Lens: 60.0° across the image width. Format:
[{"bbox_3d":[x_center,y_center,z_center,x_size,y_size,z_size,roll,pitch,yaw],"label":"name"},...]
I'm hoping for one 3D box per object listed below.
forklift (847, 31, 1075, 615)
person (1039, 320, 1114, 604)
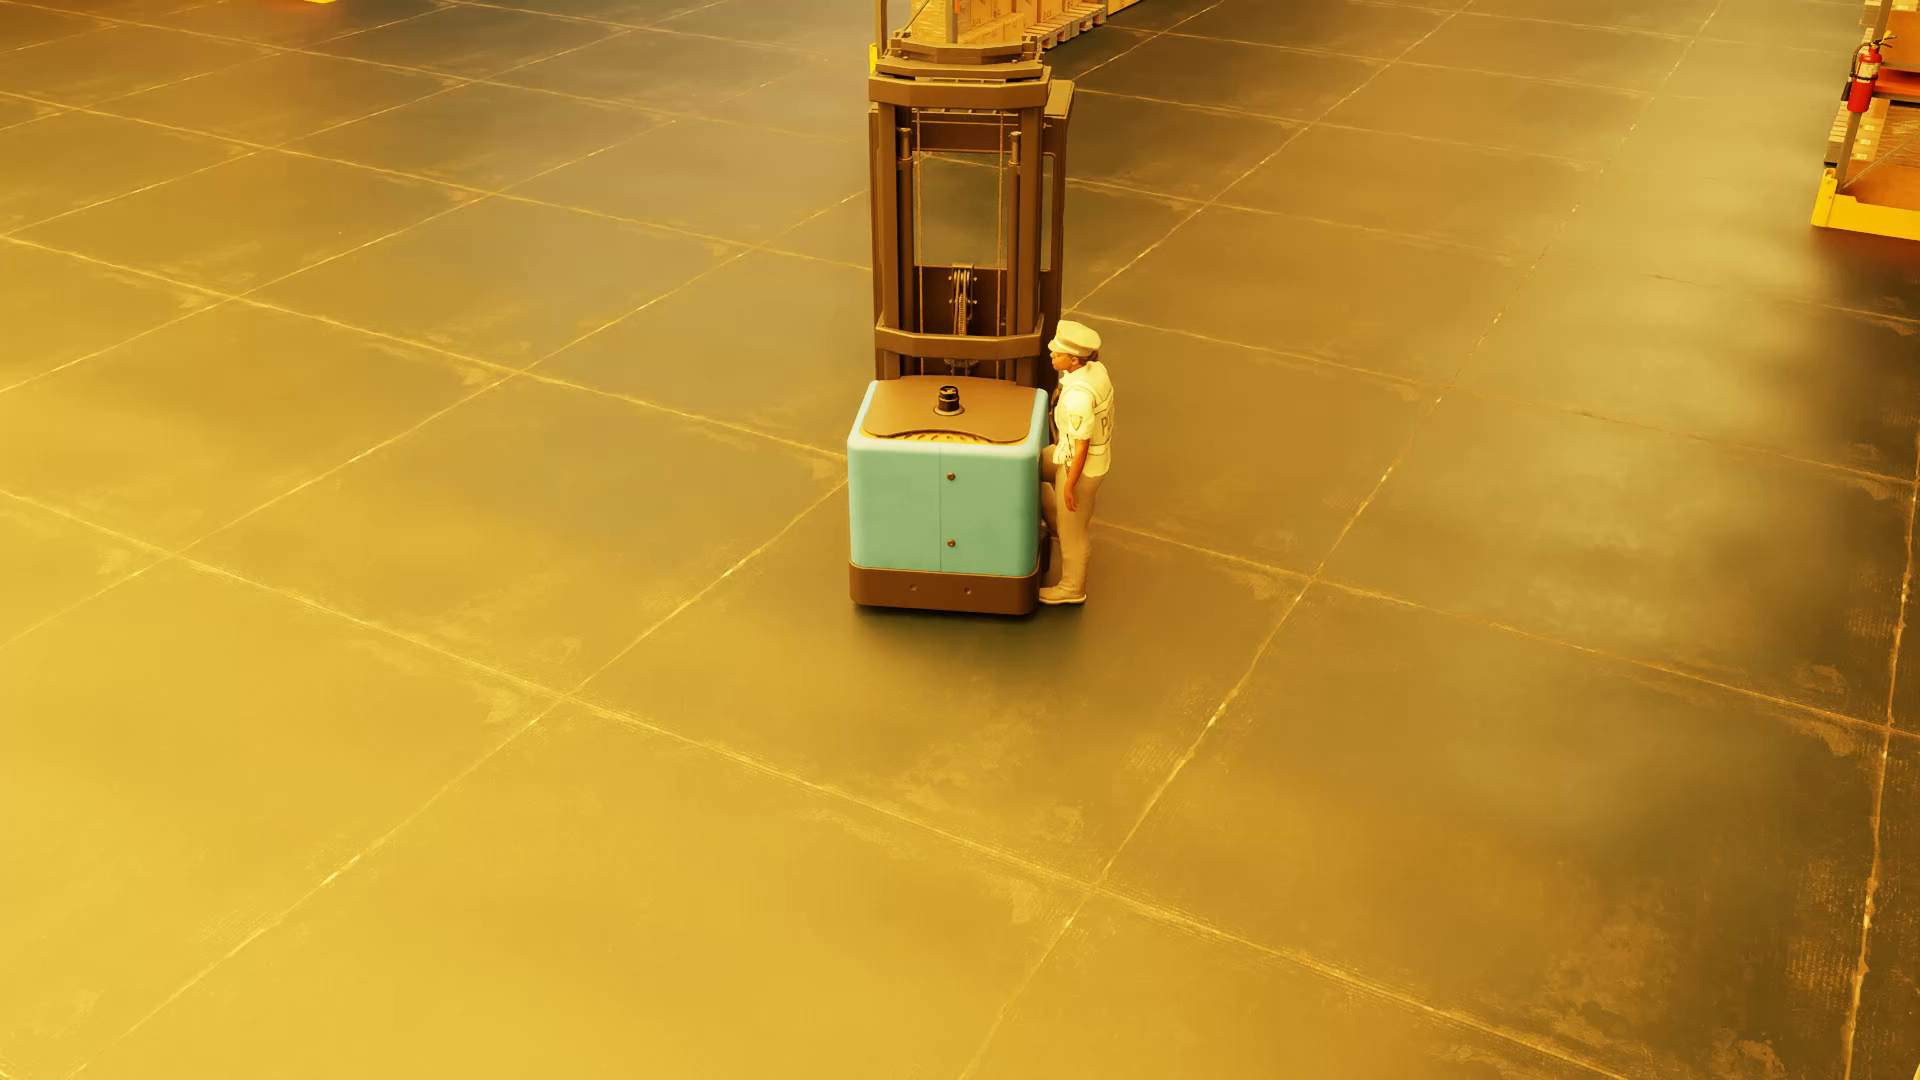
[{"bbox_3d":[0.072,-1.572,9.794,1.130,2.935,3.031,3,30,6],"label":"forklift"},{"bbox_3d":[0.535,-0.417,9.030,0.567,1.680,0.573,7,31,13],"label":"person"}]
